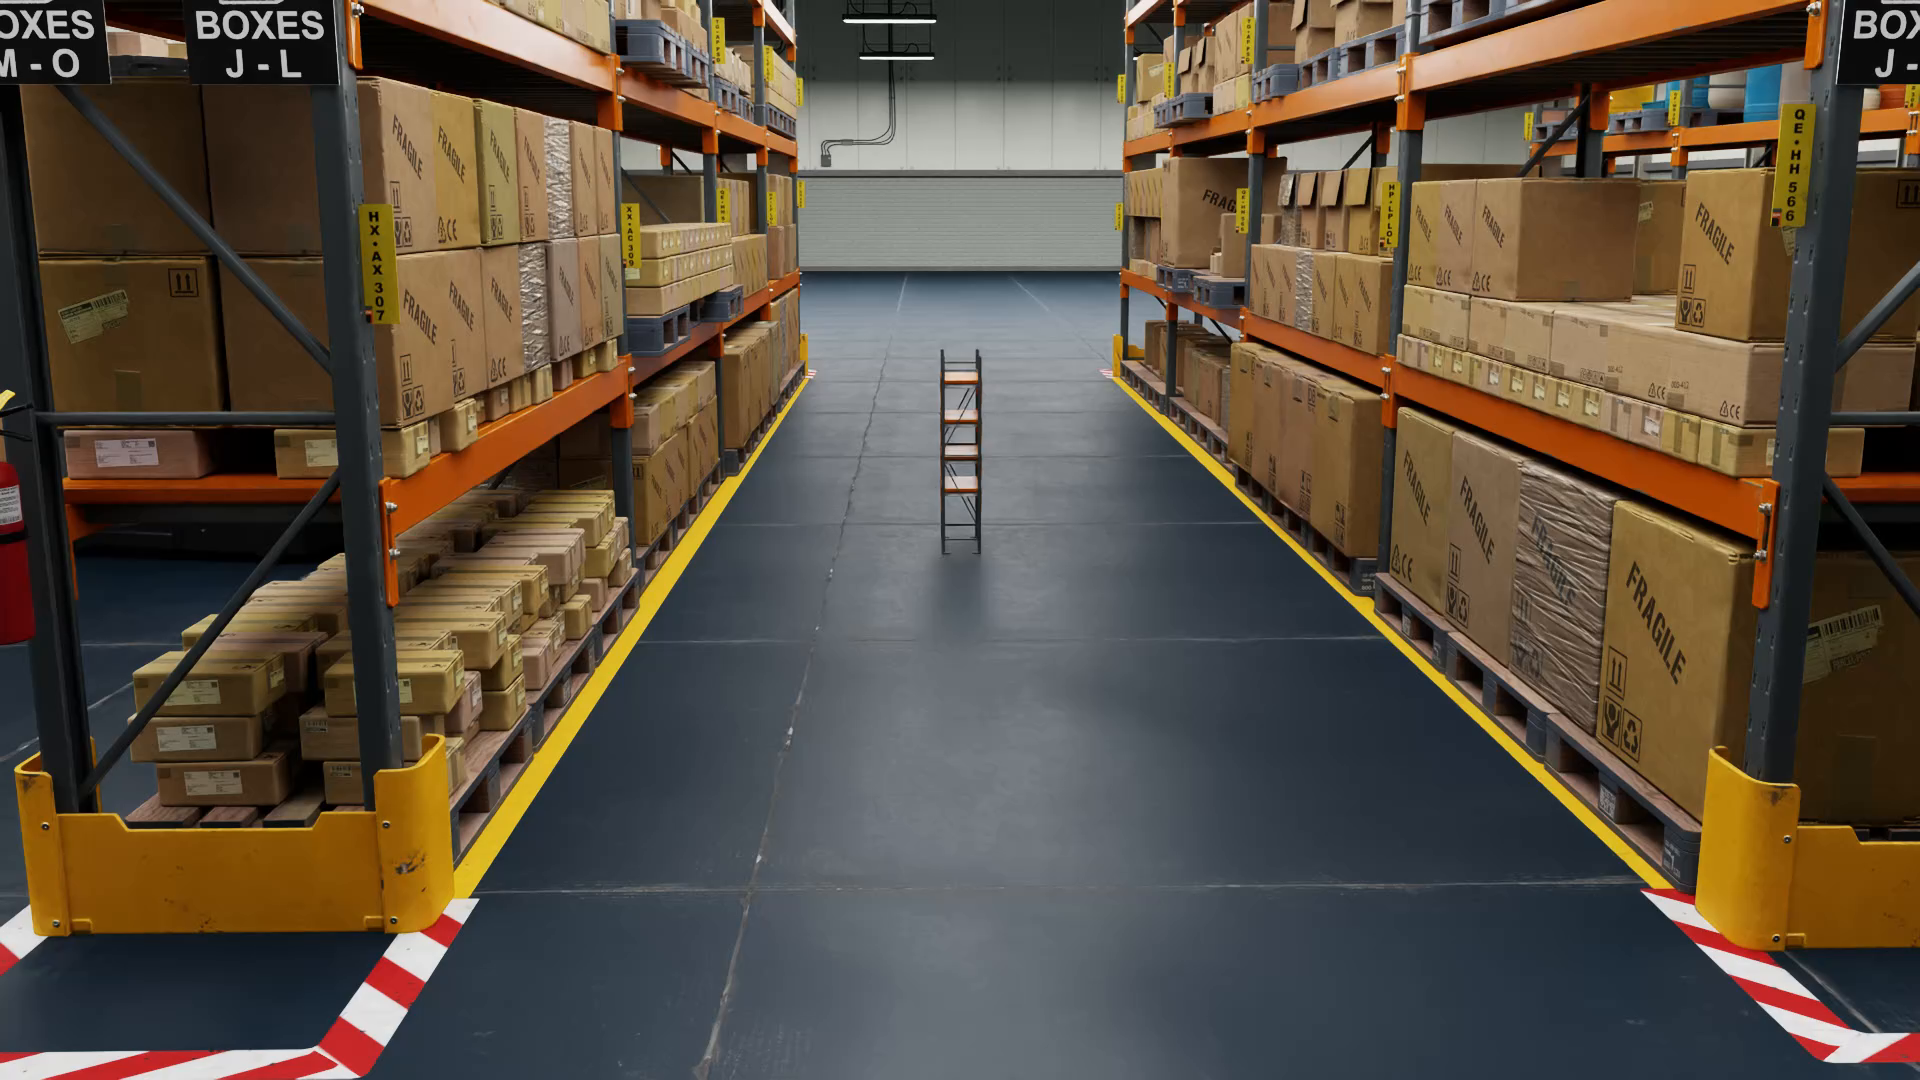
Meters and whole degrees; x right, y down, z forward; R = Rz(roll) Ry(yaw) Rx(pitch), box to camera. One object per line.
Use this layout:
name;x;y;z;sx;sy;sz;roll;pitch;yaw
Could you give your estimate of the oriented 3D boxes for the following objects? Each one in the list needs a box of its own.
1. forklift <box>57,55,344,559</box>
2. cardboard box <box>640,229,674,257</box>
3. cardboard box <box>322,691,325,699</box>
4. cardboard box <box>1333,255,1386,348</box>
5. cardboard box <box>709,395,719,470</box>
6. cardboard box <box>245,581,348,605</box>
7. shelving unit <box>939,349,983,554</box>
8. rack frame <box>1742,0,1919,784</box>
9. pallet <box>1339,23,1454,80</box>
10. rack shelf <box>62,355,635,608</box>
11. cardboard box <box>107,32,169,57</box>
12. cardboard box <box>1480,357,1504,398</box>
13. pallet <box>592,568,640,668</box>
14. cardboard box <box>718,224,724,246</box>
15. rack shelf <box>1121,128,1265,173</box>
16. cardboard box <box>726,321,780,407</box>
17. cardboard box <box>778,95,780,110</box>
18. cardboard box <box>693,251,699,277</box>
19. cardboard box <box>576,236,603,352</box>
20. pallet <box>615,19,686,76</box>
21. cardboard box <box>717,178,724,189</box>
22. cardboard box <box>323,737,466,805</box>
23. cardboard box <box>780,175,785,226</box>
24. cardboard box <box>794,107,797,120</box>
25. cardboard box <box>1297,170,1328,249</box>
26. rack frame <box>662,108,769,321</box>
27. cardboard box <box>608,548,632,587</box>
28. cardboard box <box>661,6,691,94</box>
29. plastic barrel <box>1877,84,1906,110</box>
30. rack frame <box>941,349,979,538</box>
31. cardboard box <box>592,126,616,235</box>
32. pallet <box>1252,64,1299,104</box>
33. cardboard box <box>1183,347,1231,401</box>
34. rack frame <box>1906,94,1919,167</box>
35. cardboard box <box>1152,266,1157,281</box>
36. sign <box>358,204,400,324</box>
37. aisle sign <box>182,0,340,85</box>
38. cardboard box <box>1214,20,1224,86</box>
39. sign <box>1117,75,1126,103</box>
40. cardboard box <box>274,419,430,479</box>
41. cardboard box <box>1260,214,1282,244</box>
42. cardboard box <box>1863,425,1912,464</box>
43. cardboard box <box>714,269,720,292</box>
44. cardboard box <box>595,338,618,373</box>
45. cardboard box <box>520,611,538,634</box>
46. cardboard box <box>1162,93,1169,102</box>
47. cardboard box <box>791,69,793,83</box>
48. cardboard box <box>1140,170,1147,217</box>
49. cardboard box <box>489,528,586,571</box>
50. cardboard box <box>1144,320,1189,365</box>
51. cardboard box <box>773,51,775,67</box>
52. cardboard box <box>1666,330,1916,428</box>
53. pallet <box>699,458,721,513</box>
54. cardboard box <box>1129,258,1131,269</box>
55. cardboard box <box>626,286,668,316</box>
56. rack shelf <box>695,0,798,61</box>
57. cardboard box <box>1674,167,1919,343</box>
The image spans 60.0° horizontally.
forklift;-5.200;-1.447;10.318;3.031;2.935;1.130;3;12;13
cardboard box;-1.790;-1.639;9.171;0.380;0.149;0.250;0;11;0
cardboard box;-2.456;0.505;5.892;0.380;0.149;0.250;-1;11;-3
cardboard box;2.445;-1.368;9.508;0.500;0.500;0.500;0;11;1
cardboard box;-2.037;-0.775;12.065;0.500;0.500;0.500;0;11;-1
cardboard box;-2.495;0.256;6.371;0.380;0.149;0.250;0;11;1
shelving unit;0.003;-0.555;10.278;0.258;1.200;0.503;0;11;-1
rack frame;2.814;-0.334;4.661;1.000;3.000;0.127;0;11;-1
pallet;2.663;-2.687;9.198;0.805;0.209;1.217;-1;11;-3
rack shelf;-2.188;-0.379;6.691;1.077;0.370;4.000;0;11;-1
cardboard box;-7.159;-4.209;14.279;0.500;0.250;0.500;0;11;0
cardboard box;2.432;-0.688;7.039;0.380;0.149;0.250;0;11;0
pallet;-2.180;0.371;8.199;1.003;0.211;1.213;0;11;-1
cardboard box;-1.835;-2.101;11.449;0.380;0.149;0.250;0;11;1
rack shelf;2.525;-4.234;18.152;1.077;0.370;4.000;0;11;-1
cardboard box;-2.292;-1.699;15.993;1.050;0.750;0.750;0;11;-1
cardboard box;-2.086;-4.597;17.453;0.380;0.149;0.250;0;11;-2
cardboard box;-1.810;-1.698;10.213;0.380;0.149;0.250;0;11;-2
cardboard box;-1.928;-1.125;7.562;0.500;0.500;0.500;-1;11;-3
pallet;-2.136;-2.630;8.906;1.213;0.211;1.003;0;11;-1
cardboard box;-2.336;-2.755;13.827;0.700;0.500;0.500;0;11;-2
cardboard box;-1.838;0.752;5.421;0.380;0.149;0.250;0;11;0
cardboard box;-2.388;-3.717;18.245;0.875;0.550;0.500;0;11;-1
cardboard box;-2.132;-5.051;19.693;0.380;0.149;0.250;0;11;-1
cardboard box;2.658;-2.190;11.035;0.797;0.503;0.637;0;11;0
rack frame;-2.395;-2.719;16.418;1.000;3.000;0.127;0;11;-1
cardboard box;-1.881;0.139;8.443;0.380;0.149;0.250;0;11;0
cardboard box;-2.017;-3.132;10.656;0.500;0.500;0.500;0;11;-1
plastic barrel;7.787;-3.919;13.709;0.600;0.830;0.708;0;11;-1
rack frame;-0.002;-0.604;10.517;0.240;1.200;0.015;0;11;-1
cardboard box;-1.950;-1.721;7.985;0.500;0.500;0.500;-1;11;-3
pallet;2.715;-3.174;11.590;1.213;0.211;1.003;0;11;1
cardboard box;2.557;-1.588;16.022;0.700;0.500;0.500;-1;12;-6
rack frame;7.601;-1.945;12.600;1.000;3.000;0.127;0;11;-1
cardboard box;2.210;-2.787;17.383;0.380;0.149;0.250;0;11;-1
sign;-1.604;-0.760;4.585;0.100;0.325;0.005;0;11;-1
aisle sign;-1.846;-1.594;4.336;0.394;0.787;0.004;0;11;-1
cardboard box;2.372;-3.982;13.592;0.500;0.500;0.500;0;11;0
sign;1.941;-5.411;19.942;0.100;0.325;0.005;0;11;-1
cardboard box;-1.826;-0.276;5.009;0.380;0.149;0.250;0;11;-2
cardboard box;2.598;-2.286;12.976;0.500;0.500;0.500;-2;12;-8
cardboard box;3.130;-0.334;5.292;0.380;0.149;0.250;0;11;-2
cardboard box;-1.832;-1.760;11.268;0.380;0.149;0.250;0;11;-2
cardboard box;-1.875;-0.899;8.079;0.380;0.149;0.250;-1;11;-3
cardboard box;-1.984;0.292;6.939;0.380;0.149;0.250;0;11;2
cardboard box;2.265;-4.478;16.916;0.380;0.149;0.250;-1;11;-4
cardboard box;-2.122;-5.341;19.114;0.380;0.149;0.250;0;11;0
cardboard box;2.254;-3.791;18.185;0.500;0.500;0.500;0;11;-1
cardboard box;-1.879;0.046;7.405;0.380;0.149;0.250;-1;11;-4
cardboard box;2.480;-2.371;19.933;0.500;0.500;0.500;2;12;9
cardboard box;-2.074;-4.886;16.875;0.380;0.149;0.250;0;11;-2
cardboard box;2.539;-0.502;5.116;0.500;0.250;0.500;0;11;-2
pallet;-2.298;-0.402;12.010;1.003;0.211;1.213;0;11;-1
cardboard box;2.251;-3.334;20.079;0.380;0.149;0.250;0;11;-1
cardboard box;-1.778;-1.292;8.957;0.380;0.149;0.250;-1;11;-4
rack shelf;-2.436;-5.508;17.892;1.077;0.370;4.000;0;11;-1
cardboard box;2.541;-0.870;5.044;0.500;0.500;0.500;0;11;0
